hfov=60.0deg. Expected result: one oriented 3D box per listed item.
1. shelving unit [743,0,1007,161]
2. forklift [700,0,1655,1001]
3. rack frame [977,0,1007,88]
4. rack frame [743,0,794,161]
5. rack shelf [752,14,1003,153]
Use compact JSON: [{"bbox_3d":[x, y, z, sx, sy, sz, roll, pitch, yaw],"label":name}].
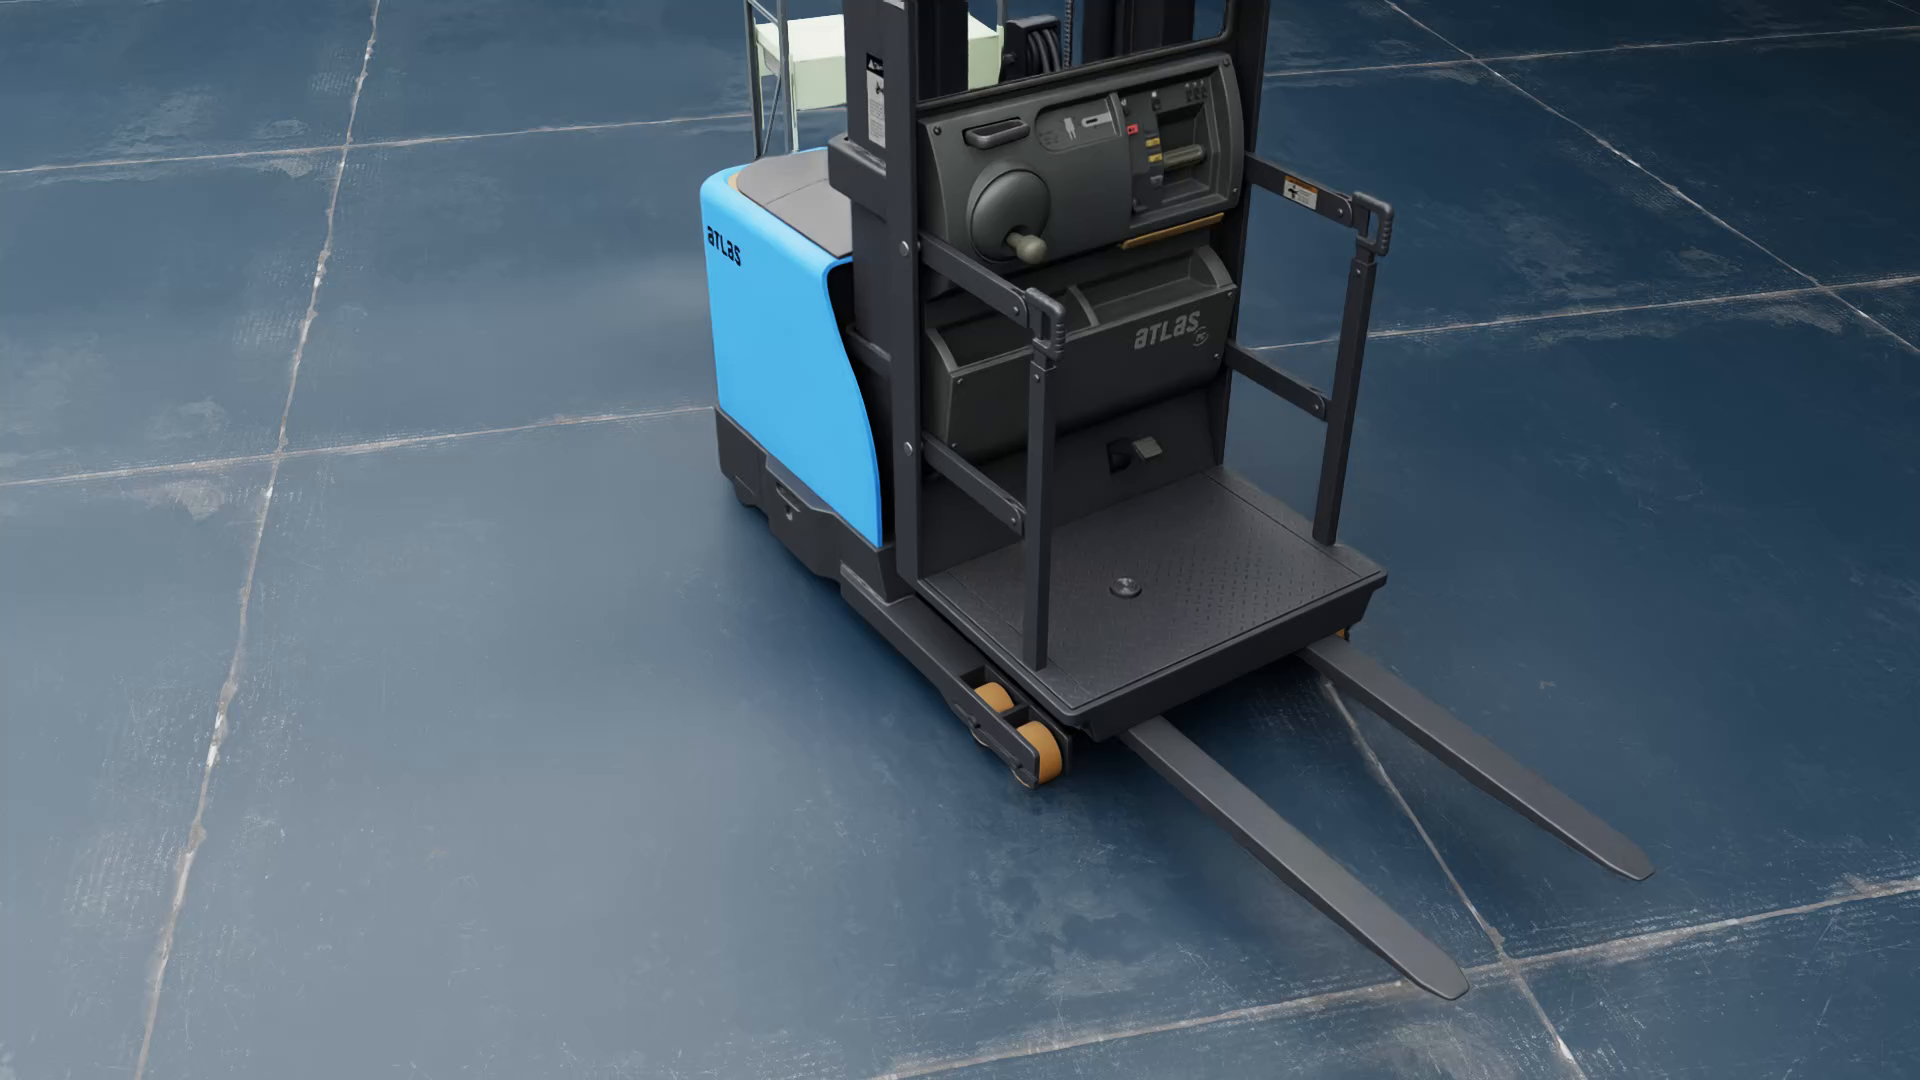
[{"bbox_3d":[-0.274,-1.194,5.684,0.755,1.500,0.431,-13,36,-19],"label":"shelving unit"},{"bbox_3d":[0.447,-0.885,3.938,1.130,2.935,3.031,-21,39,-28],"label":"forklift"},{"bbox_3d":[0.062,-1.275,5.804,0.023,1.500,0.400,-13,36,-19],"label":"rack frame"},{"bbox_3d":[-0.610,-1.114,5.564,0.023,1.500,0.400,-13,36,-19],"label":"rack frame"},{"bbox_3d":[-0.274,-1.518,5.466,0.720,0.370,0.431,-13,36,-19],"label":"rack shelf"}]
